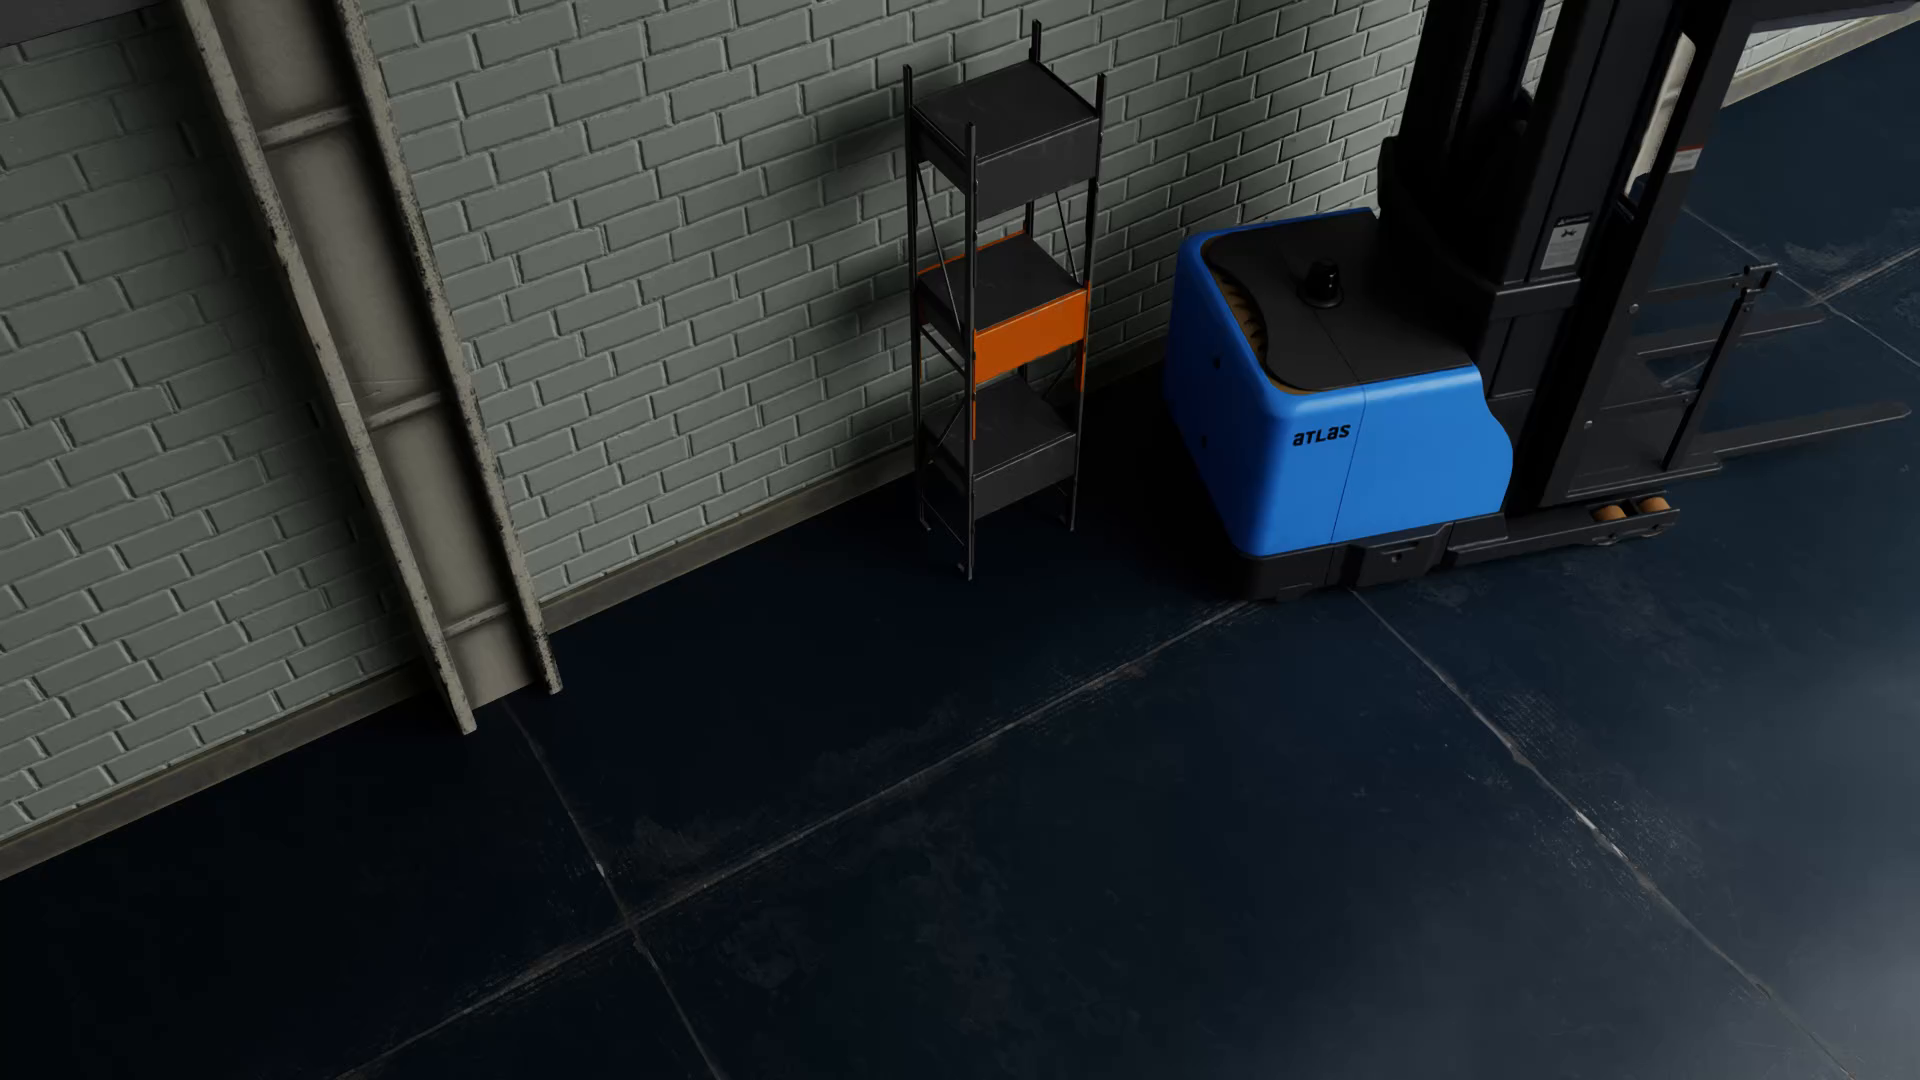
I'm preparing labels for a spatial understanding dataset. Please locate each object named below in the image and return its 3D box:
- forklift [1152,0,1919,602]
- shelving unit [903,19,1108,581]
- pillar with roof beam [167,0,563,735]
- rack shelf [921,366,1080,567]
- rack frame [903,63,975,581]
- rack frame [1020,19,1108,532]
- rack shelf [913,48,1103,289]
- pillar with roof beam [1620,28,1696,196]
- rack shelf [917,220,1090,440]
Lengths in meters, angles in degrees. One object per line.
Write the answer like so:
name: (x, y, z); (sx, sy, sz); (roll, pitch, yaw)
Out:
forklift: (2.385, -1.328, 5.915); (3.031, 2.935, 1.130); (-10, 49, -9)
shelving unit: (0.140, -0.764, 5.970); (0.503, 2.100, 0.431); (-25, 53, -21)
pillar with roof beam: (0.570, 0.263, 0.435); (0.400, 9.000, 9.100); (-25, 53, -21)
rack shelf: (0.140, -0.290, 6.503); (0.480, 0.518, 0.431); (-25, 53, -21)
rack frame: (-0.066, -0.667, 5.883); (0.015, 2.100, 0.400); (-25, 53, -21)
rack frame: (0.346, -0.862, 6.057); (0.015, 2.100, 0.400); (-25, 53, -21)
rack shelf: (0.140, -1.221, 5.457); (0.480, 0.518, 0.431); (-25, 53, -21)
pillar with roof beam: (5.644, -2.128, 2.564); (0.400, 9.000, 9.100); (-25, 53, -21)
rack shelf: (0.140, -0.755, 5.980); (0.480, 0.518, 0.431); (-25, 53, -21)
